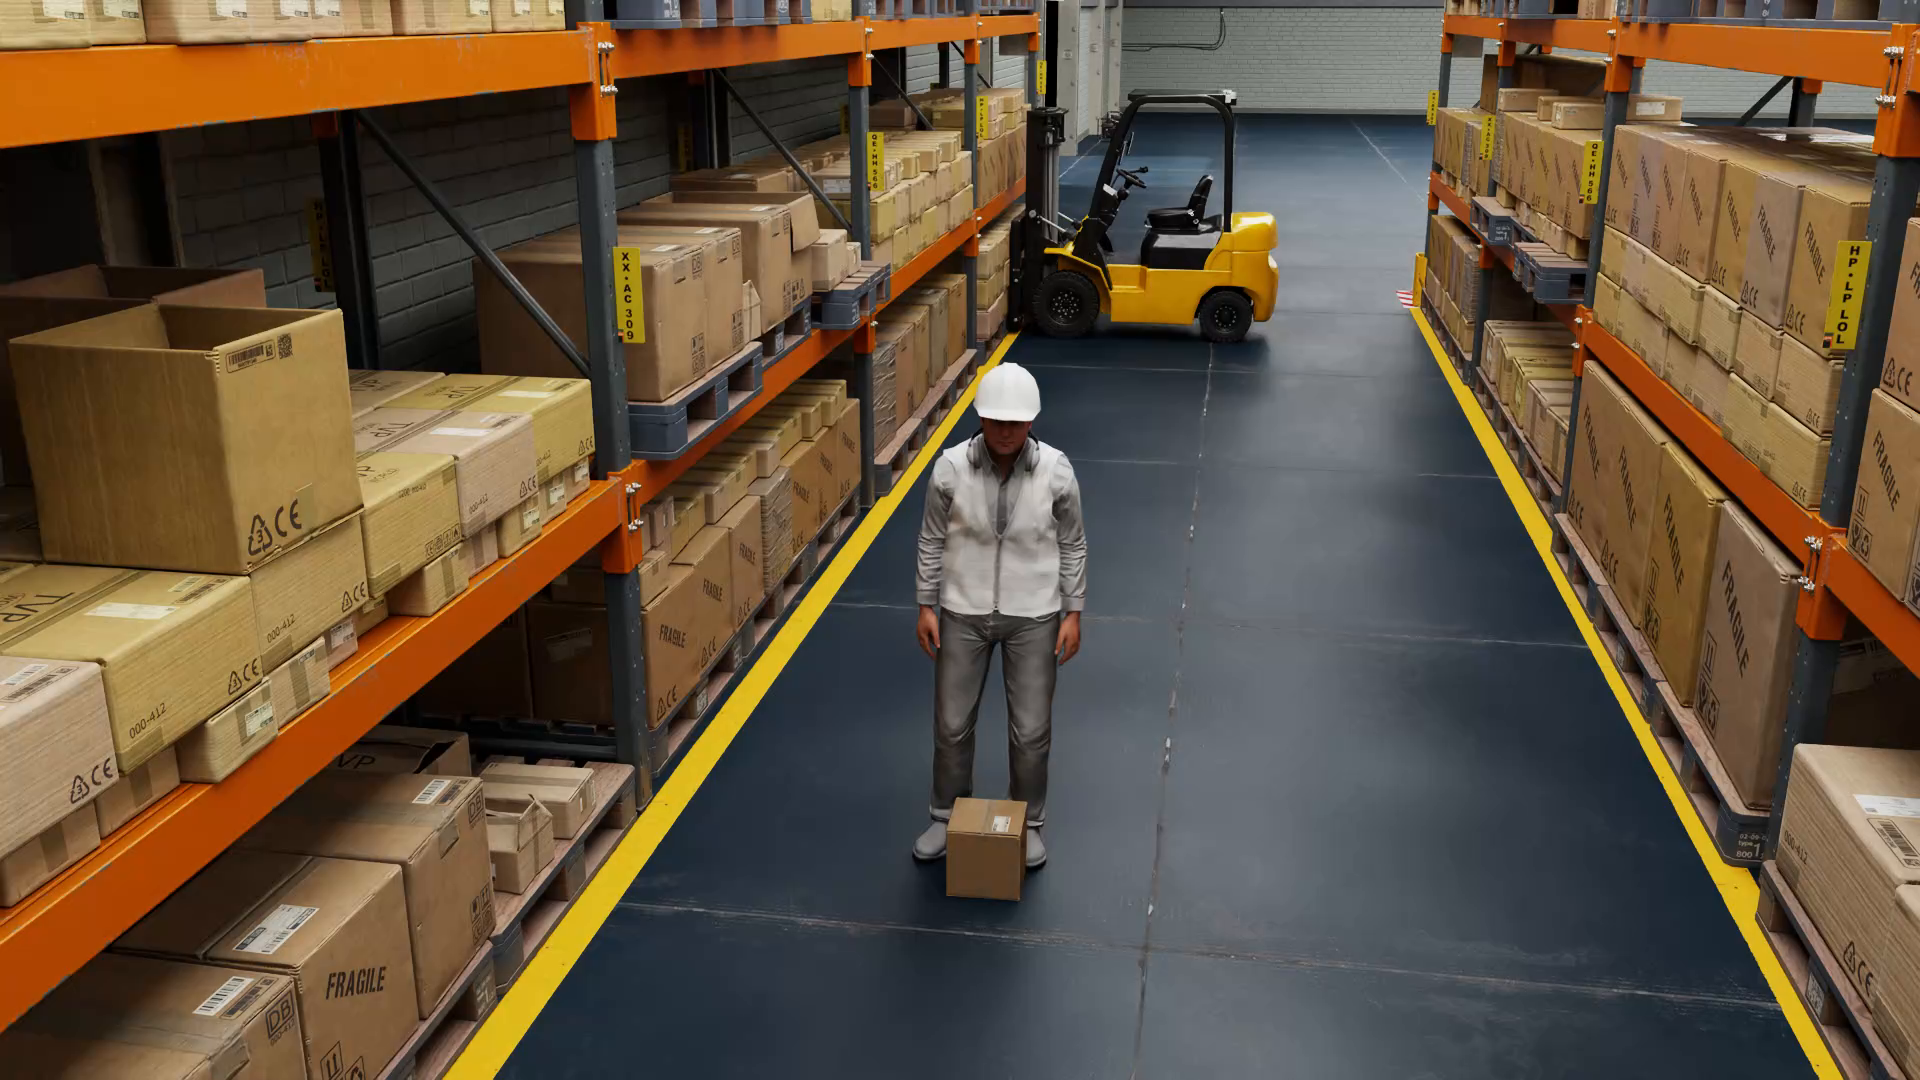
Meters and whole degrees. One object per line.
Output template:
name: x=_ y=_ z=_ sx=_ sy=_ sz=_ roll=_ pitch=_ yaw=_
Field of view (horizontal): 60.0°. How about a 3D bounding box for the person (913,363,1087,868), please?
person: x=0.135 y=0.255 z=5.715 sx=0.591 sy=1.770 sz=0.465 roll=2 pitch=18 yaw=5
